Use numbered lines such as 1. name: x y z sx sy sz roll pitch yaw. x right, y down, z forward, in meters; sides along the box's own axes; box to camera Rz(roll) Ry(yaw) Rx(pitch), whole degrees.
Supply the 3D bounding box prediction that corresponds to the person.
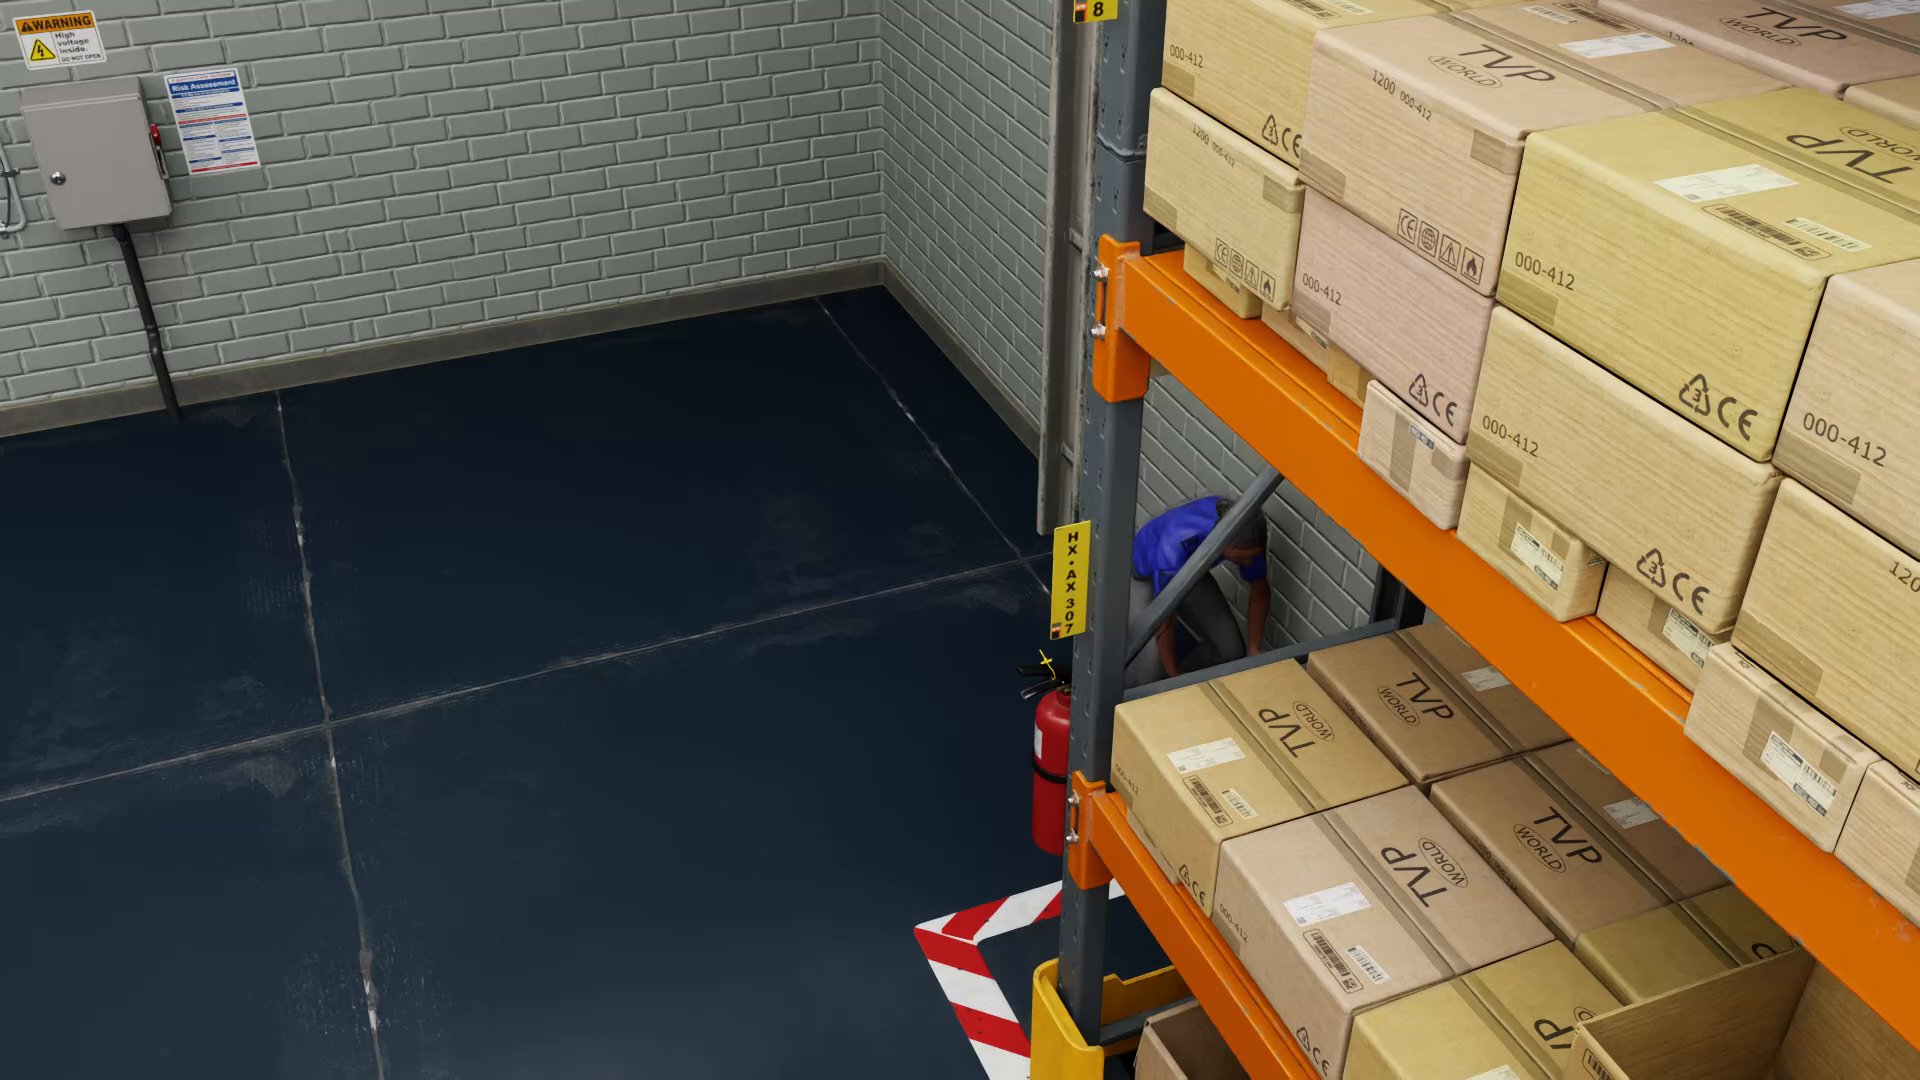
1. person: 0.860 0.242 6.230 0.501 1.168 0.726 -13 36 -19
